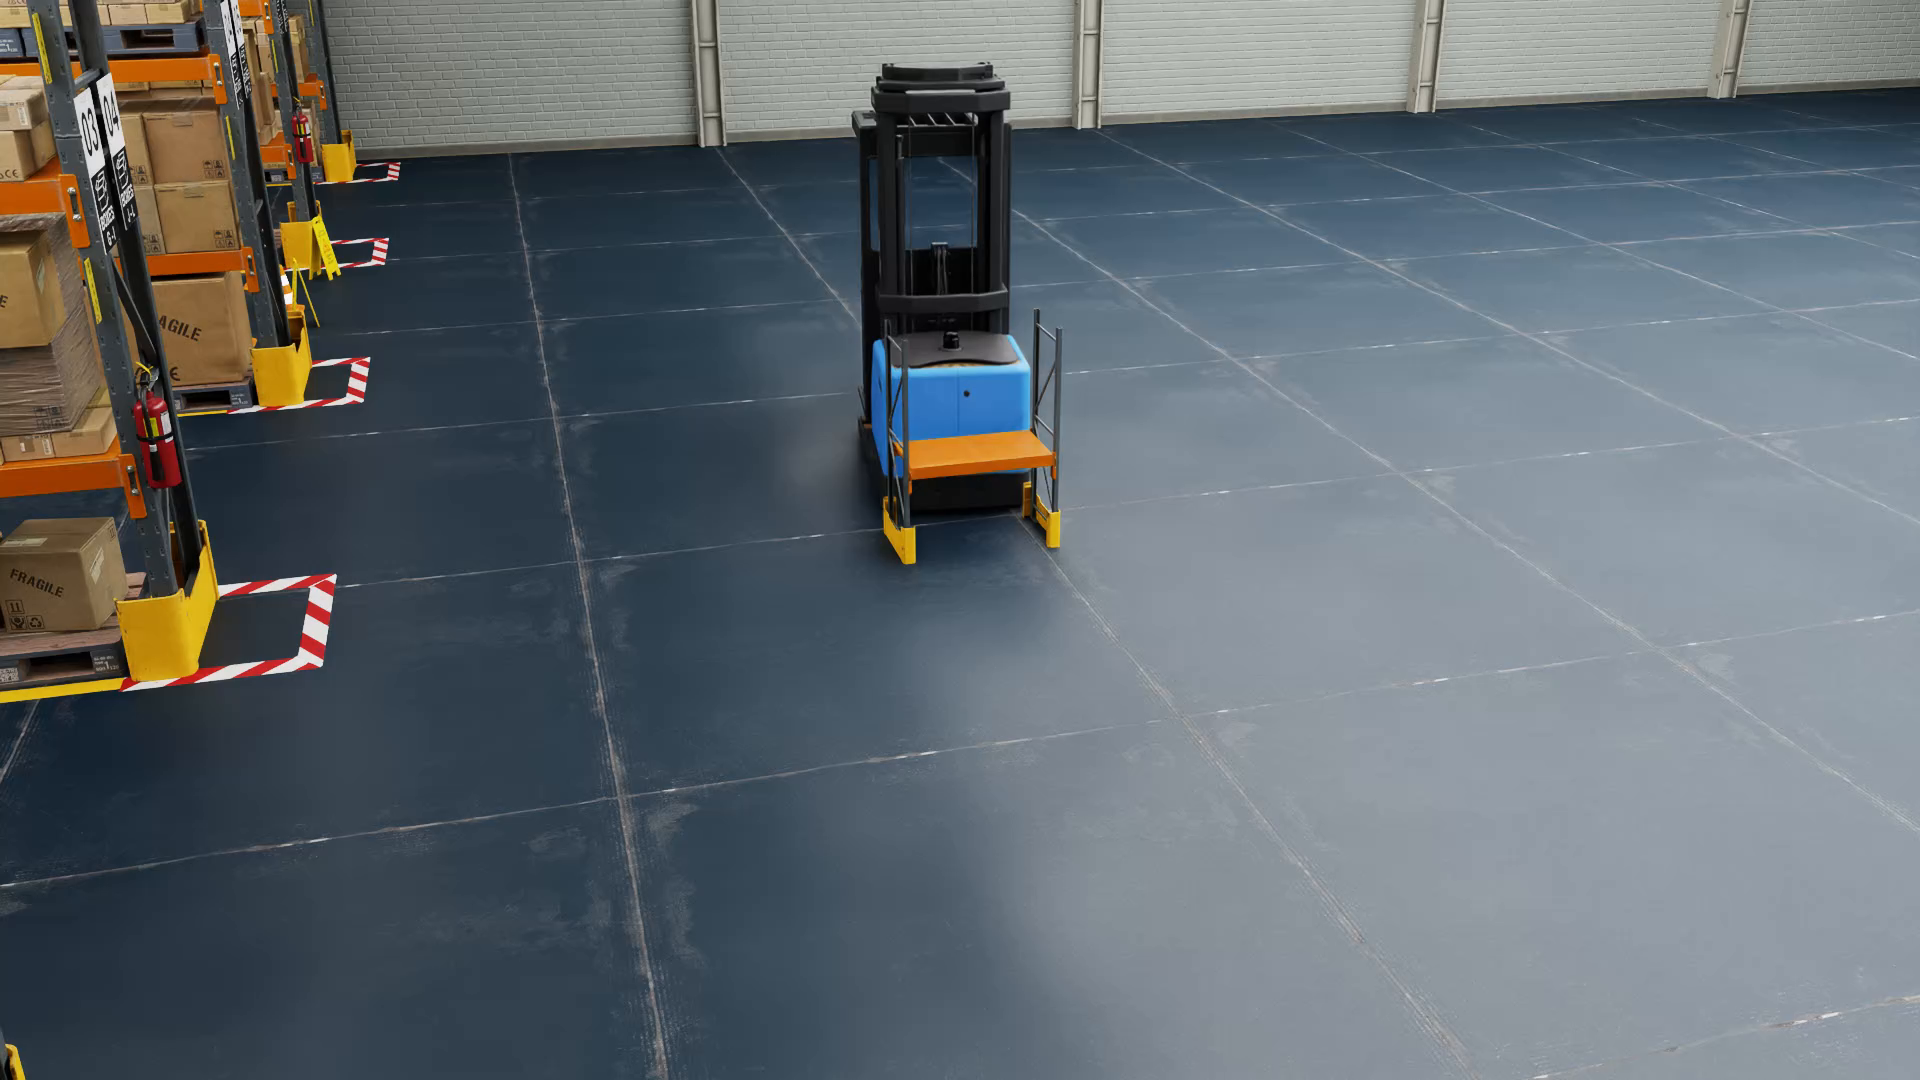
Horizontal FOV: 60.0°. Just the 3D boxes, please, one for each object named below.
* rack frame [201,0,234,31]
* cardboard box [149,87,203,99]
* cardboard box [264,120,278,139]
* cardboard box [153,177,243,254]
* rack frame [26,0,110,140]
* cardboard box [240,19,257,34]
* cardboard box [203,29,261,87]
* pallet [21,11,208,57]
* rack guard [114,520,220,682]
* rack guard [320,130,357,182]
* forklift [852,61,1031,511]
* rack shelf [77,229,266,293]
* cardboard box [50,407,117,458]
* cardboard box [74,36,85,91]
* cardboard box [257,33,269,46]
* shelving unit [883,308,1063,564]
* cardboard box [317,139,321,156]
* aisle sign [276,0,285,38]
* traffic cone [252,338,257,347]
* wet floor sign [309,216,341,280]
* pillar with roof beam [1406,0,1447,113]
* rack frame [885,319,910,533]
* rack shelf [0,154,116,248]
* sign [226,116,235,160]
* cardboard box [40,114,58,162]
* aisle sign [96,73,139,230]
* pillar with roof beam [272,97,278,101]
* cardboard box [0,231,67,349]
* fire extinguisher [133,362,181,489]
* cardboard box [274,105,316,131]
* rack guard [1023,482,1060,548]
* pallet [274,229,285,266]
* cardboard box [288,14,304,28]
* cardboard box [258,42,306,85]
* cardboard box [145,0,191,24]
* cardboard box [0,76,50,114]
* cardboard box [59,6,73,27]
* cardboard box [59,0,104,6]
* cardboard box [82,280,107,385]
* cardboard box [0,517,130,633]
[{"bbox_3d":[-5.838,-5.469,12.582,0.127,3.000,1.000,-6,24,-14],"label":"rack frame"},{"bbox_3d":[-8.204,-4.549,17.543,0.500,0.500,0.500,-6,24,-14],"label":"cardboard box"},{"bbox_3d":[-7.655,-4.507,18.269,0.250,0.149,0.380,-6,24,-14],"label":"cardboard box"},{"bbox_3d":[-6.183,-2.724,13.604,0.550,0.550,0.875,-6,24,-14],"label":"cardboard box"},{"bbox_3d":[-4.595,-3.575,8.169,0.127,3.000,1.000,-6,24,-14],"label":"rack frame"},{"bbox_3d":[-9.378,-6.751,21.852,0.250,0.149,0.380,-6,24,-13],"label":"cardboard box"},{"bbox_3d":[-7.705,-5.085,17.525,0.500,0.500,0.700,-7,24,-16],"label":"cardboard box"},{"bbox_3d":[-6.549,-3.966,12.998,1.213,0.211,1.003,-6,24,-14],"label":"pallet"},{"bbox_3d":[-4.668,0.339,9.826,0.348,0.500,1.175,-6,24,-14],"label":"rack guard"},{"bbox_3d":[-8.593,-5.318,23.010,0.348,0.500,1.175,-6,24,-14],"label":"rack guard"},{"bbox_3d":[-0.210,-2.094,12.413,1.130,2.935,3.031,-3,23,-7],"label":"forklift"},{"bbox_3d":[-7.763,-2.168,13.411,4.000,0.370,1.077,-6,24,-14],"label":"rack shelf"},{"bbox_3d":[-4.814,-0.594,9.148,0.250,0.149,0.380,-6,24,-14],"label":"cardboard box"},{"bbox_3d":[-9.175,-4.940,17.187,0.500,0.500,0.700,-6,24,-15],"label":"cardboard box"},{"bbox_3d":[-9.113,-6.626,21.940,0.250,0.149,0.380,-6,24,-14],"label":"cardboard box"},{"bbox_3d":[0.073,-0.697,10.973,1.083,1.500,0.587,-6,24,-14],"label":"shelving unit"},{"bbox_3d":[-9.142,-5.416,23.022,0.500,0.250,0.500,-6,24,-14],"label":"cardboard box"},{"bbox_3d":[-7.134,-5.671,17.366,0.004,0.787,0.394,-6,24,-14],"label":"aisle sign"},{"bbox_3d":[-6.733,-2.028,15.390,0.334,0.463,0.336,-6,24,-14],"label":"traffic cone"},{"bbox_3d":[-6.800,-3.112,17.685,0.232,0.644,0.267,2,23,4],"label":"wet floor sign"},{"bbox_3d":[8.963,-9.772,22.612,0.400,9.000,9.100,-6,24,-14],"label":"pillar with roof beam"},{"bbox_3d":[-0.407,-0.644,10.849,0.032,1.500,0.500,-6,24,-14],"label":"rack frame"},{"bbox_3d":[-6.521,-1.653,8.406,4.000,0.370,1.077,-6,24,-14],"label":"rack shelf"},{"bbox_3d":[-5.705,-3.145,13.007,0.005,0.325,0.100,-6,24,-14],"label":"sign"},{"bbox_3d":[-5.129,-2.174,8.899,0.500,0.250,0.500,-6,24,-13],"label":"cardboard box"},{"bbox_3d":[-4.617,-2.133,9.120,0.004,0.787,0.394,-6,24,-14],"label":"aisle sign"},{"bbox_3d":[-8.368,-7.855,18.144,0.400,9.000,9.100,-6,24,-14],"label":"pillar with roof beam"},{"bbox_3d":[-5.058,-1.307,8.721,0.500,0.500,0.500,-6,24,-14],"label":"cardboard box"},{"bbox_3d":[-4.361,-0.619,8.988,0.183,0.674,0.296,-6,24,-14],"label":"fire extinguisher"},{"bbox_3d":[-8.976,-5.686,22.383,0.500,0.250,0.500,-5,24,-13],"label":"cardboard box"},{"bbox_3d":[0.553,-0.176,11.343,0.087,0.250,0.587,-6,24,-14],"label":"rack guard"},{"bbox_3d":[-8.137,-3.217,18.481,1.213,0.211,1.003,-6,24,-14],"label":"pallet"},{"bbox_3d":[-8.998,-6.990,22.411,0.250,0.149,0.380,-7,24,-15],"label":"cardboard box"},{"bbox_3d":[-9.019,-6.358,22.137,0.500,0.500,0.500,-7,24,-16],"label":"cardboard box"},{"bbox_3d":[-6.066,-4.049,12.739,0.250,0.149,0.380,-6,24,-14],"label":"cardboard box"},{"bbox_3d":[-4.923,-2.369,8.847,0.250,0.149,0.380,-6,24,-15],"label":"cardboard box"},{"bbox_3d":[-6.800,-3.969,12.550,0.250,0.149,0.380,-6,24,-14],"label":"cardboard box"},{"bbox_3d":[-6.715,-4.186,12.550,0.500,0.250,0.500,-6,24,-14],"label":"cardboard box"},{"bbox_3d":[-7.319,-1.736,13.655,0.875,0.875,0.875,-7,24,-15],"label":"cardboard box"},{"bbox_3d":[-5.201,0.198,9.622,0.500,0.500,0.500,-2,23,-5],"label":"cardboard box"}]
